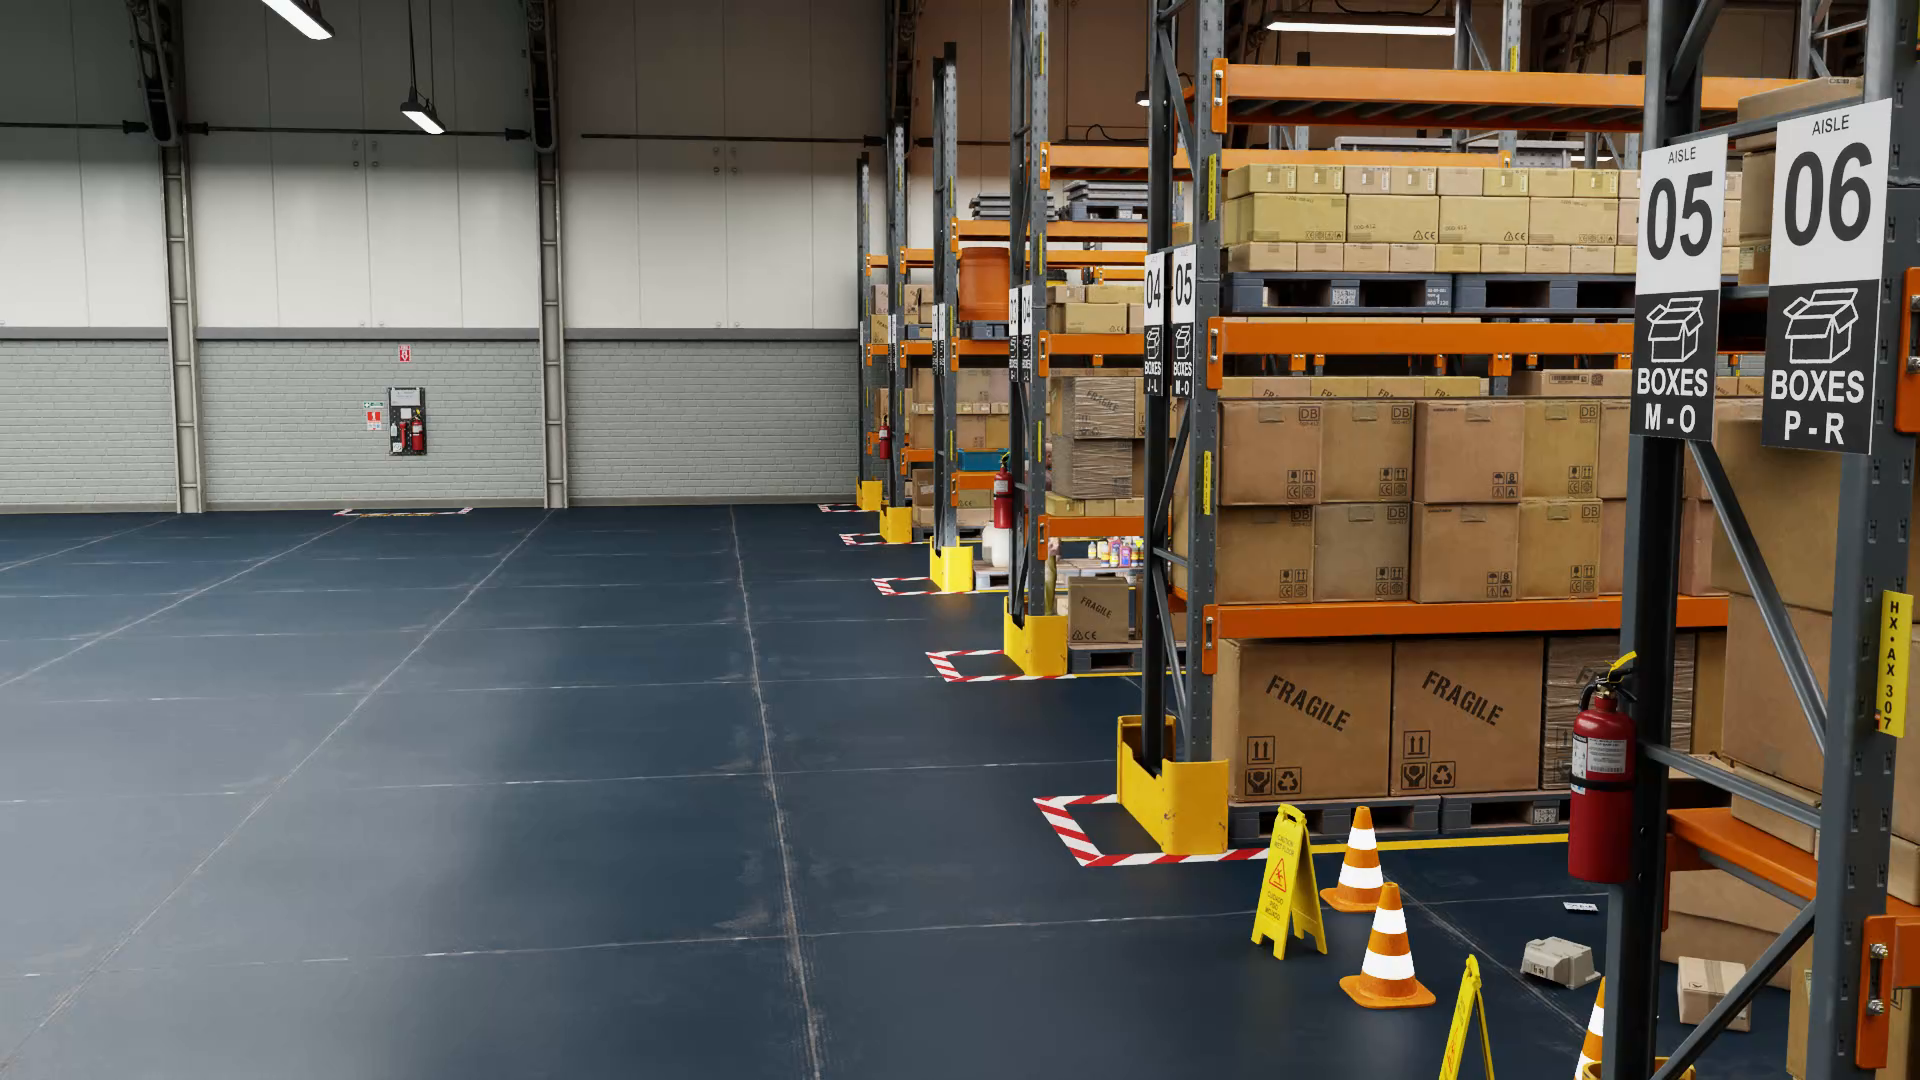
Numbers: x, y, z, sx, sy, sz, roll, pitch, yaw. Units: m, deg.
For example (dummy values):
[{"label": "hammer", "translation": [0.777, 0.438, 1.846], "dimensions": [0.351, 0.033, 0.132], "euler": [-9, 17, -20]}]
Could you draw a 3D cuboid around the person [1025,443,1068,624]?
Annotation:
[{"label": "person", "translation": [0.819, -0.066, 16.367], "dimensions": [0.422, 1.774, 0.654], "euler": [-1, 6, -12]}]
